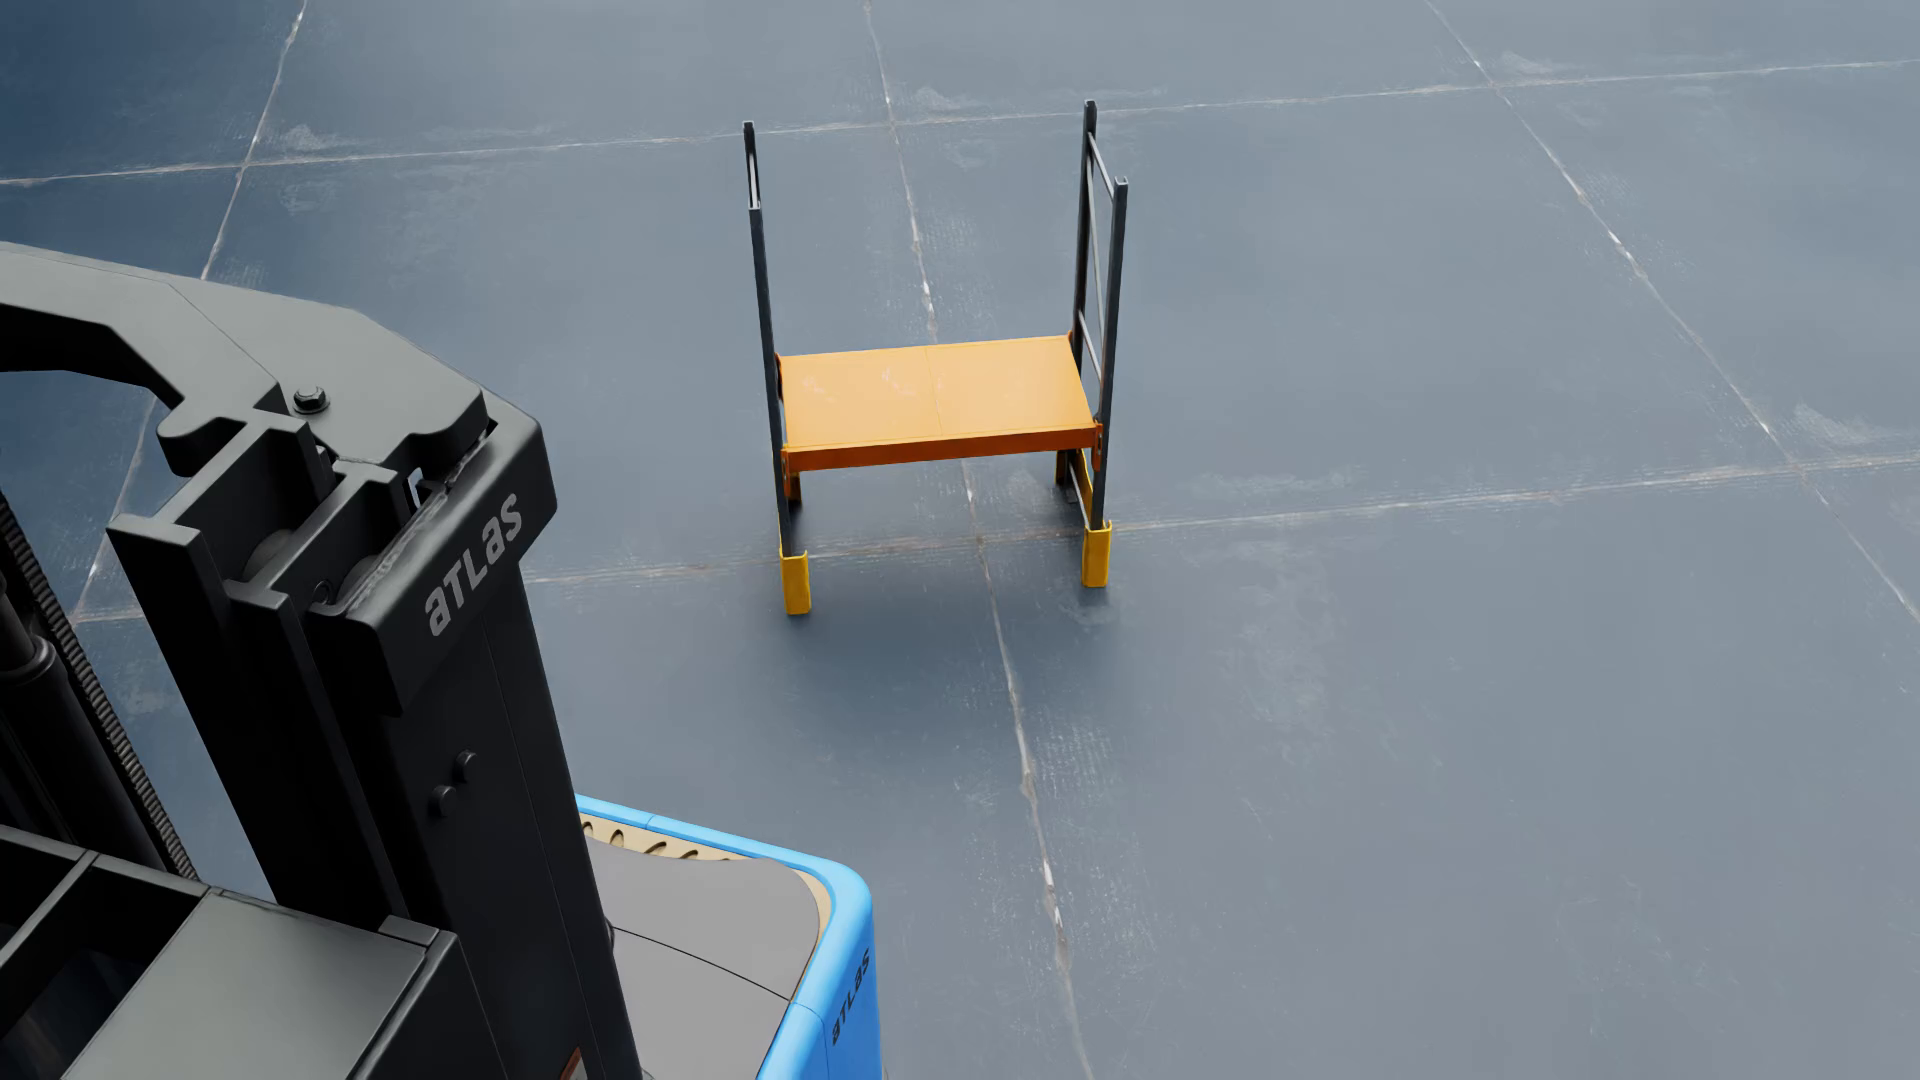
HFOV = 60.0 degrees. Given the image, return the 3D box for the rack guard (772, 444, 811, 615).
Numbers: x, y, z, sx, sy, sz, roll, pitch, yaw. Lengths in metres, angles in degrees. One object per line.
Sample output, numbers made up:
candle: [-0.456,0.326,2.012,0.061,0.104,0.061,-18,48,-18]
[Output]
rack guard: [-0.569,-0.043,5.611,0.087,0.250,0.587,-5,42,-6]

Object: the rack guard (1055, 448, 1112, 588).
rack guard: [0.418,-0.129,5.707,0.087,0.250,0.587,-5,42,-6]

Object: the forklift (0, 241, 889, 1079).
forklift: [-1.094,1.230,2.198,1.130,2.935,3.031,12,43,13]

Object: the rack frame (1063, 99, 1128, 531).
rack frame: [0.419,-0.594,5.288,0.032,1.500,0.500,-5,42,-6]

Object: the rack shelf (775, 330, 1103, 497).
rack shelf: [-0.085,-0.416,5.360,1.000,0.185,0.538,-5,42,-6]

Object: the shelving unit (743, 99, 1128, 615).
shelving unit: [-0.076,-0.550,5.240,1.083,1.500,0.587,-5,42,-6]

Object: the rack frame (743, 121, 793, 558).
rack frame: [-0.589,-0.505,5.191,0.032,1.500,0.500,-5,42,-6]
